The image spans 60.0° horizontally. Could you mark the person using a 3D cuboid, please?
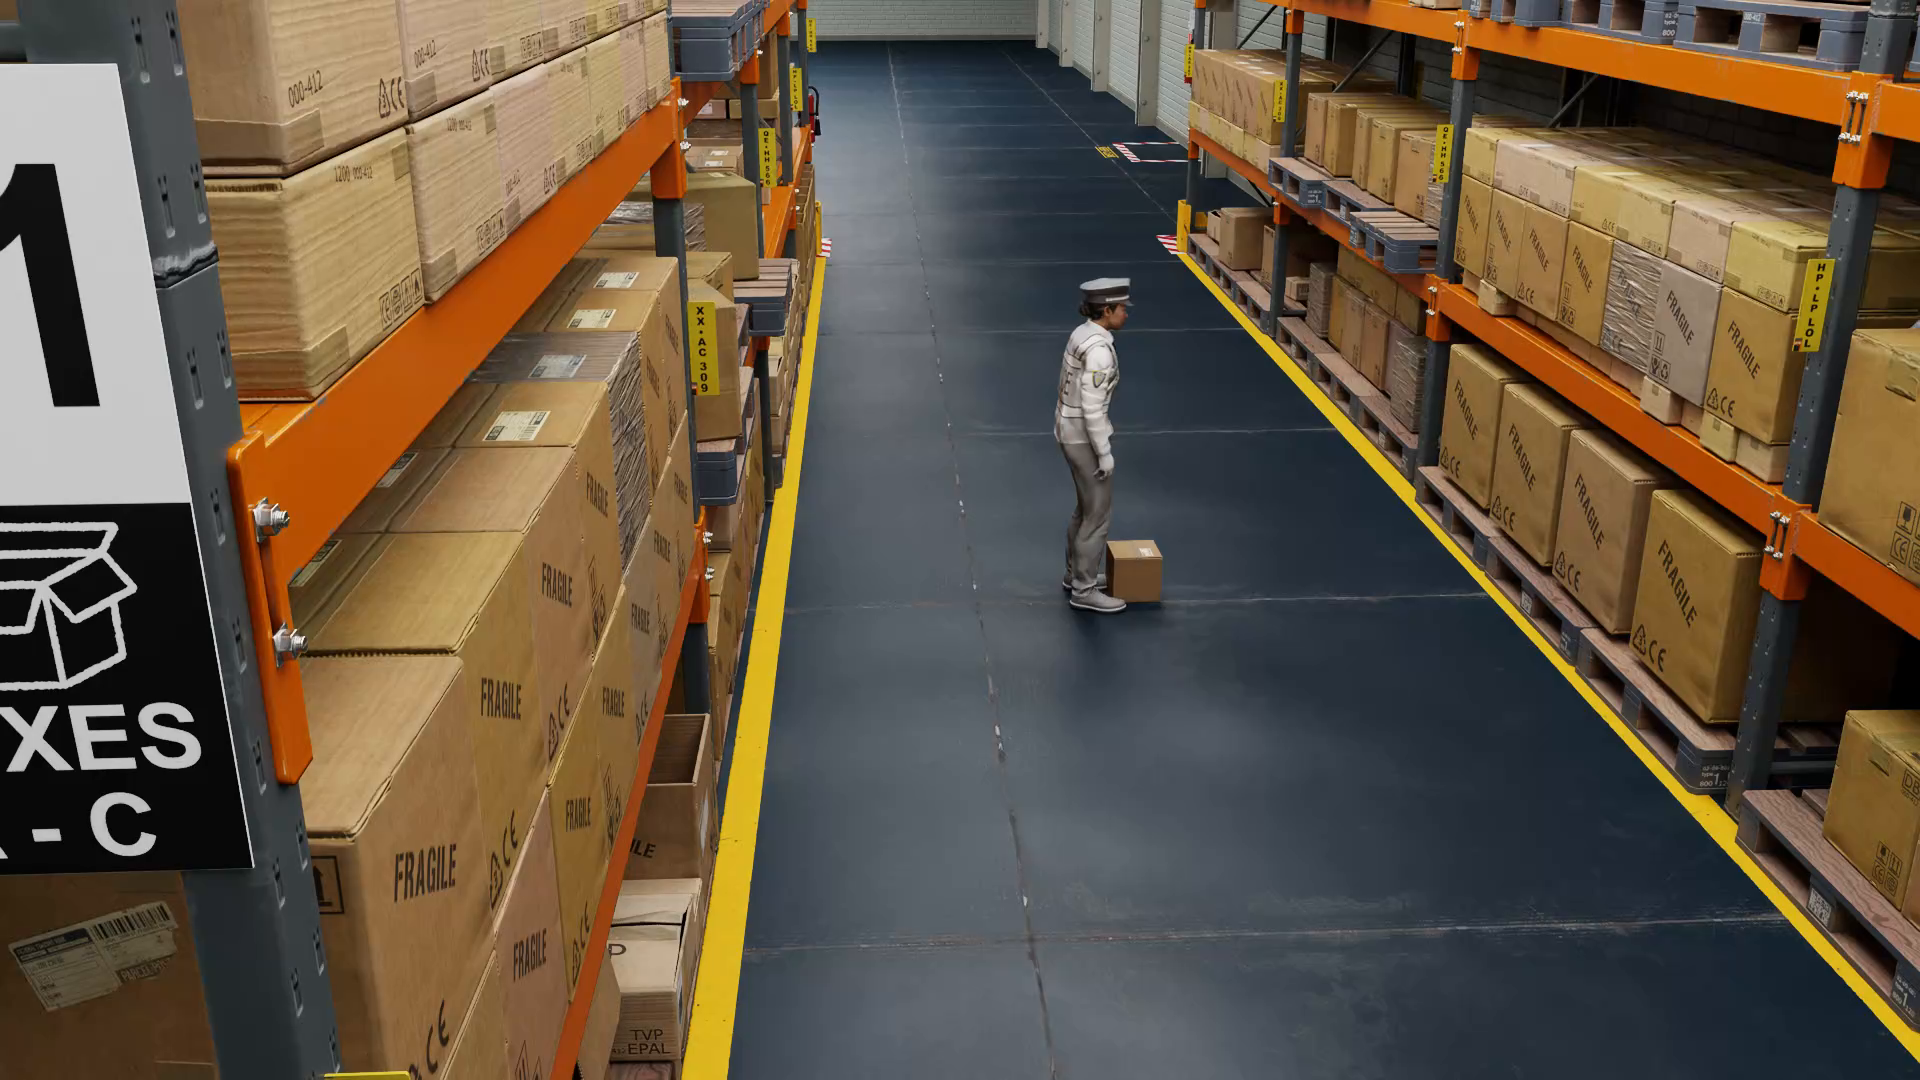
[{"bbox_3d":[0.665,-0.490,8.381,0.371,1.663,0.529,-1,21,-3],"label":"person"}]
